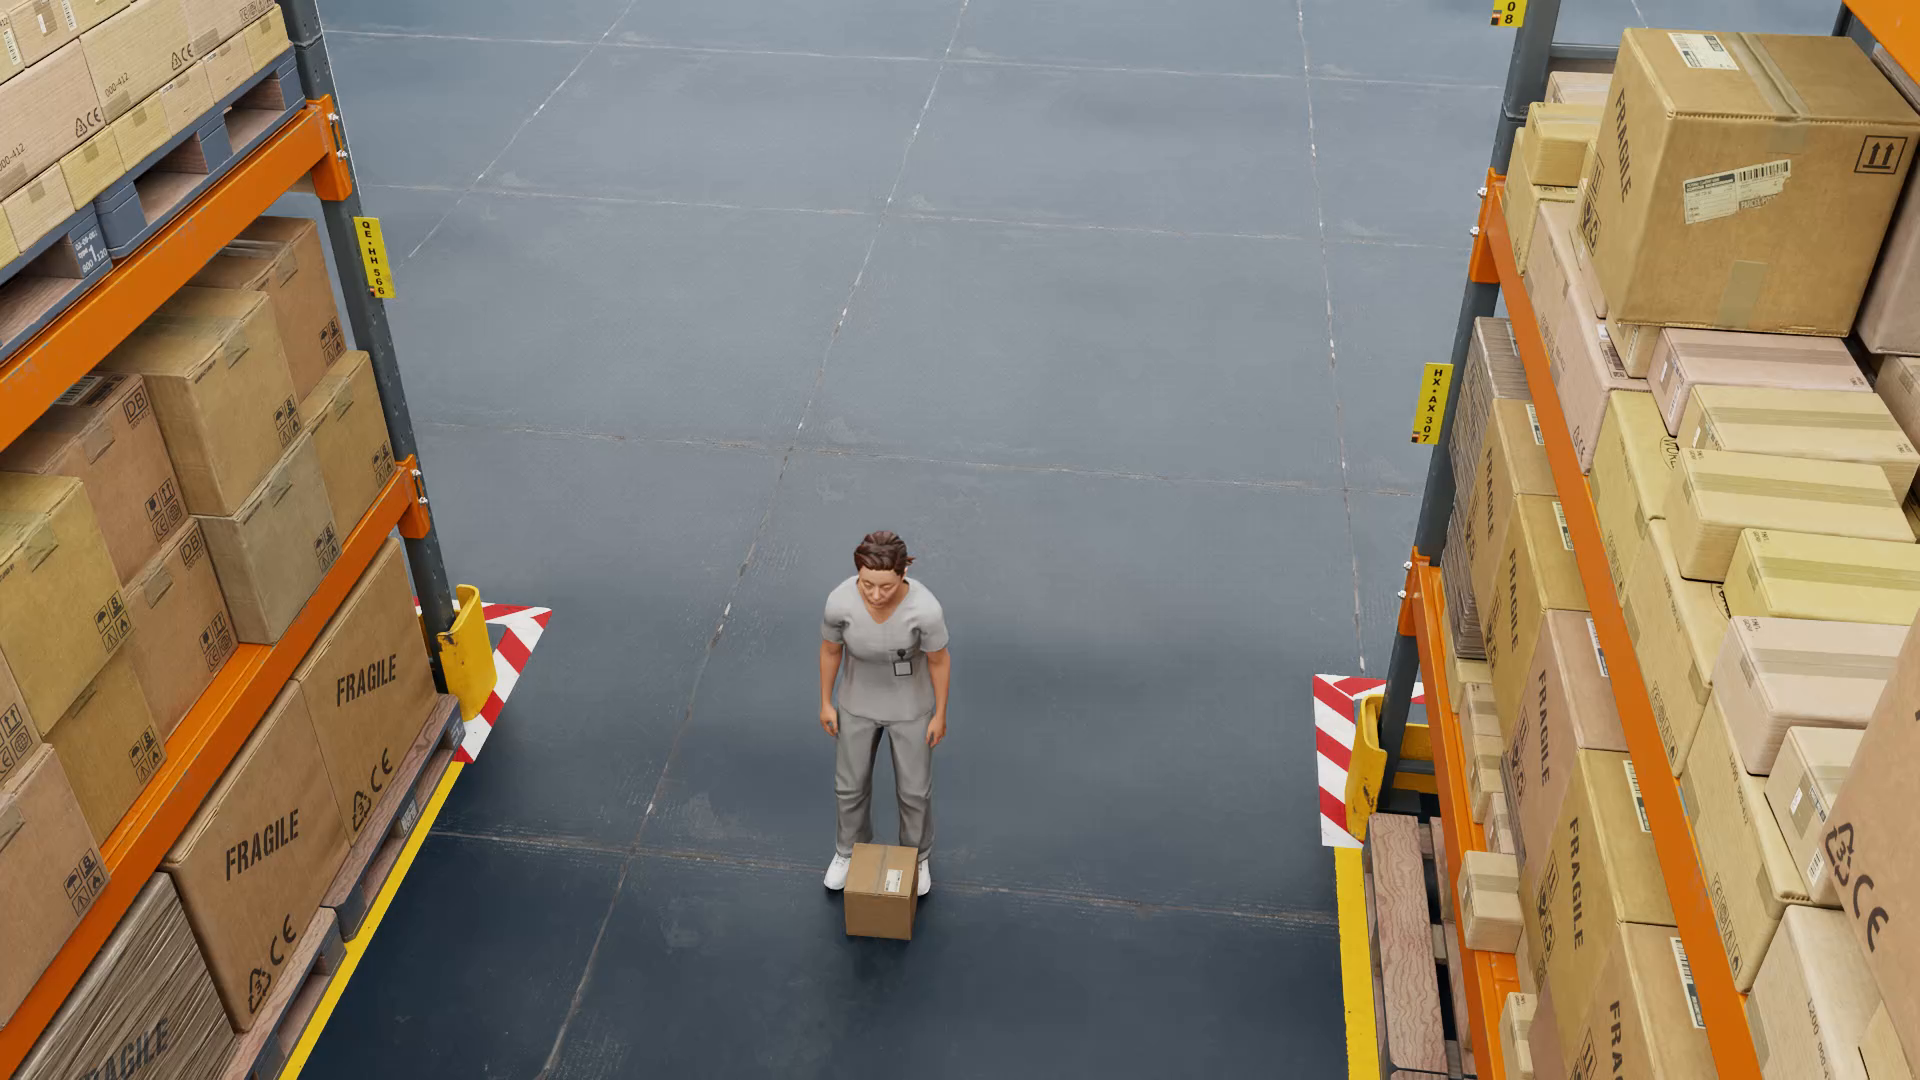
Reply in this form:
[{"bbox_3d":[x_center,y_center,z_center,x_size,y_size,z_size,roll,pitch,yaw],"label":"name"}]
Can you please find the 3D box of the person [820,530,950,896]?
[{"bbox_3d":[-0.279,0.632,6.177,0.486,1.673,0.358,5,37,6],"label":"person"}]
